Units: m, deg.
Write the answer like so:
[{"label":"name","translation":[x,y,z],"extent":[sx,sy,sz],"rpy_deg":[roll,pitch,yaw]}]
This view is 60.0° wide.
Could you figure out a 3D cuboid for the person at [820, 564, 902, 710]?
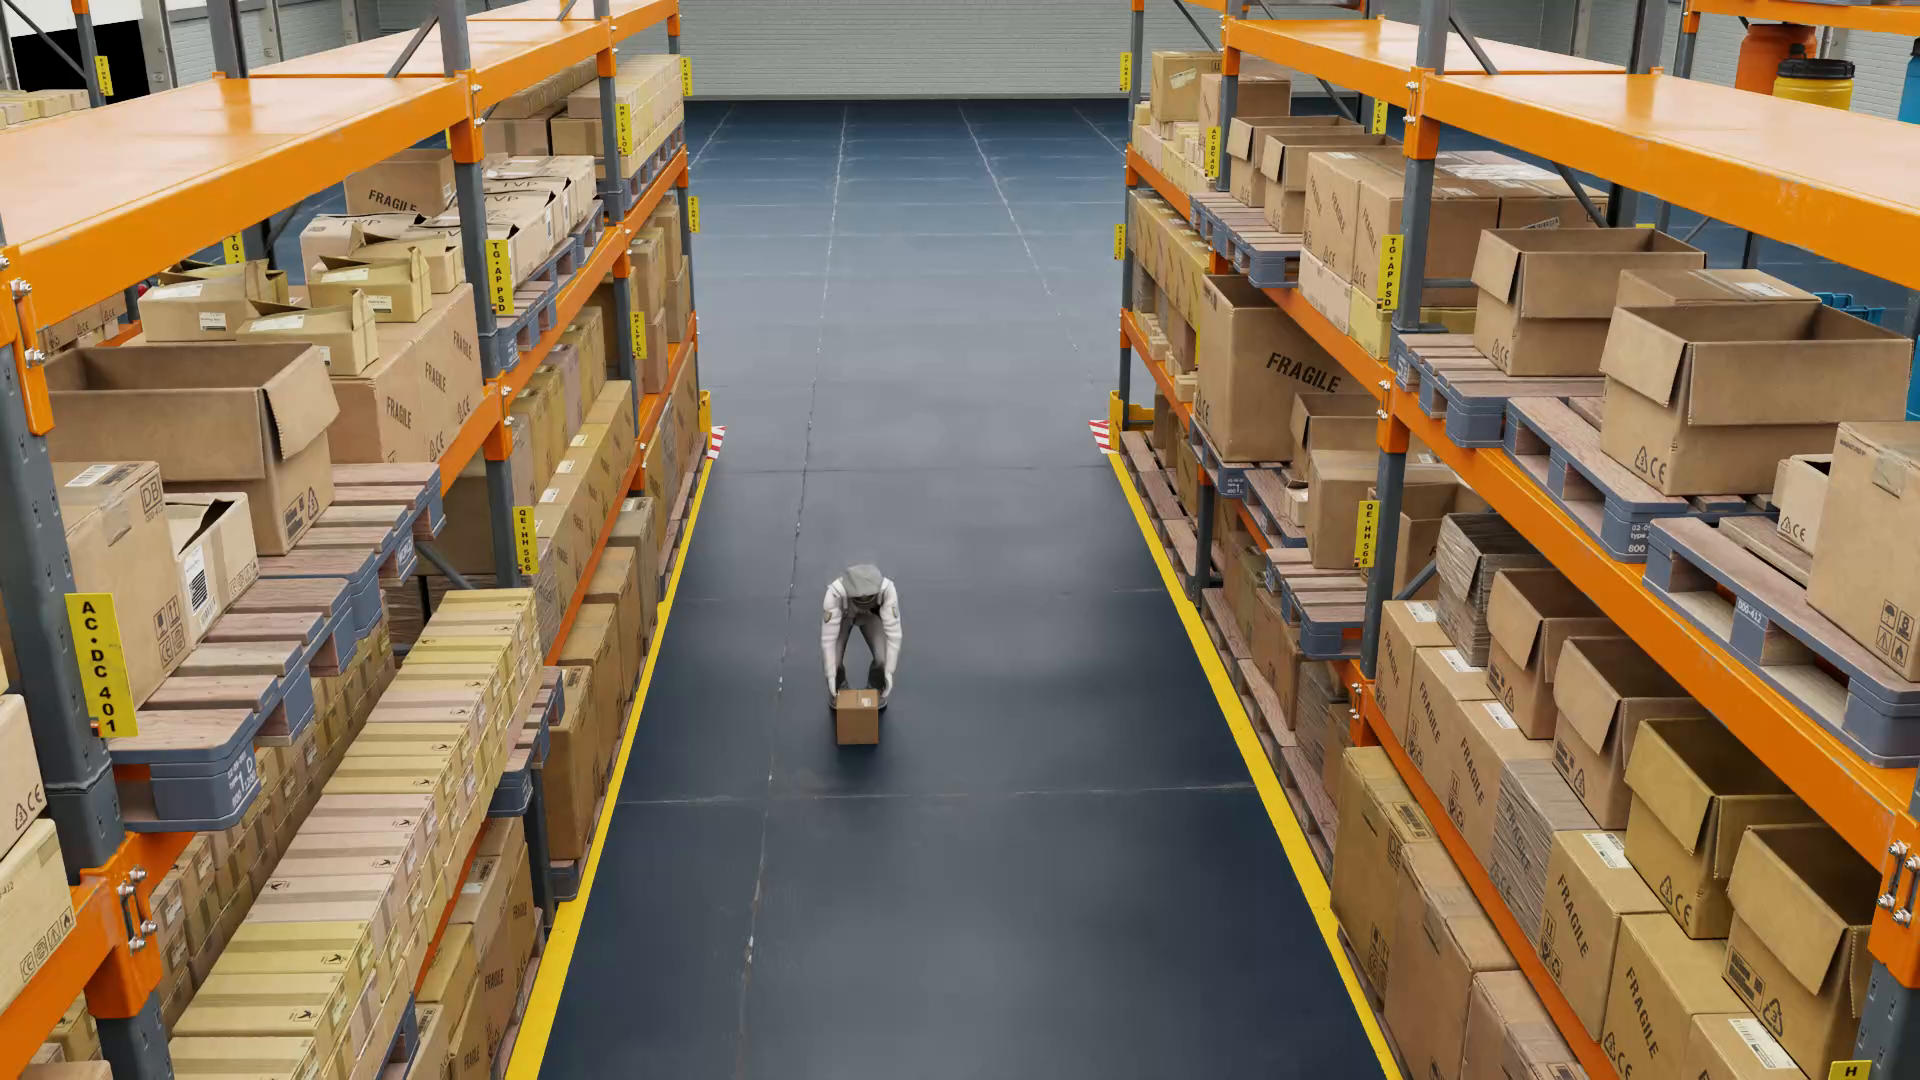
[{"label":"person","translation":[-0.615,0.576,10.387],"extent":[0.505,1.075,0.826],"rpy_deg":[-1,21,-3]}]
